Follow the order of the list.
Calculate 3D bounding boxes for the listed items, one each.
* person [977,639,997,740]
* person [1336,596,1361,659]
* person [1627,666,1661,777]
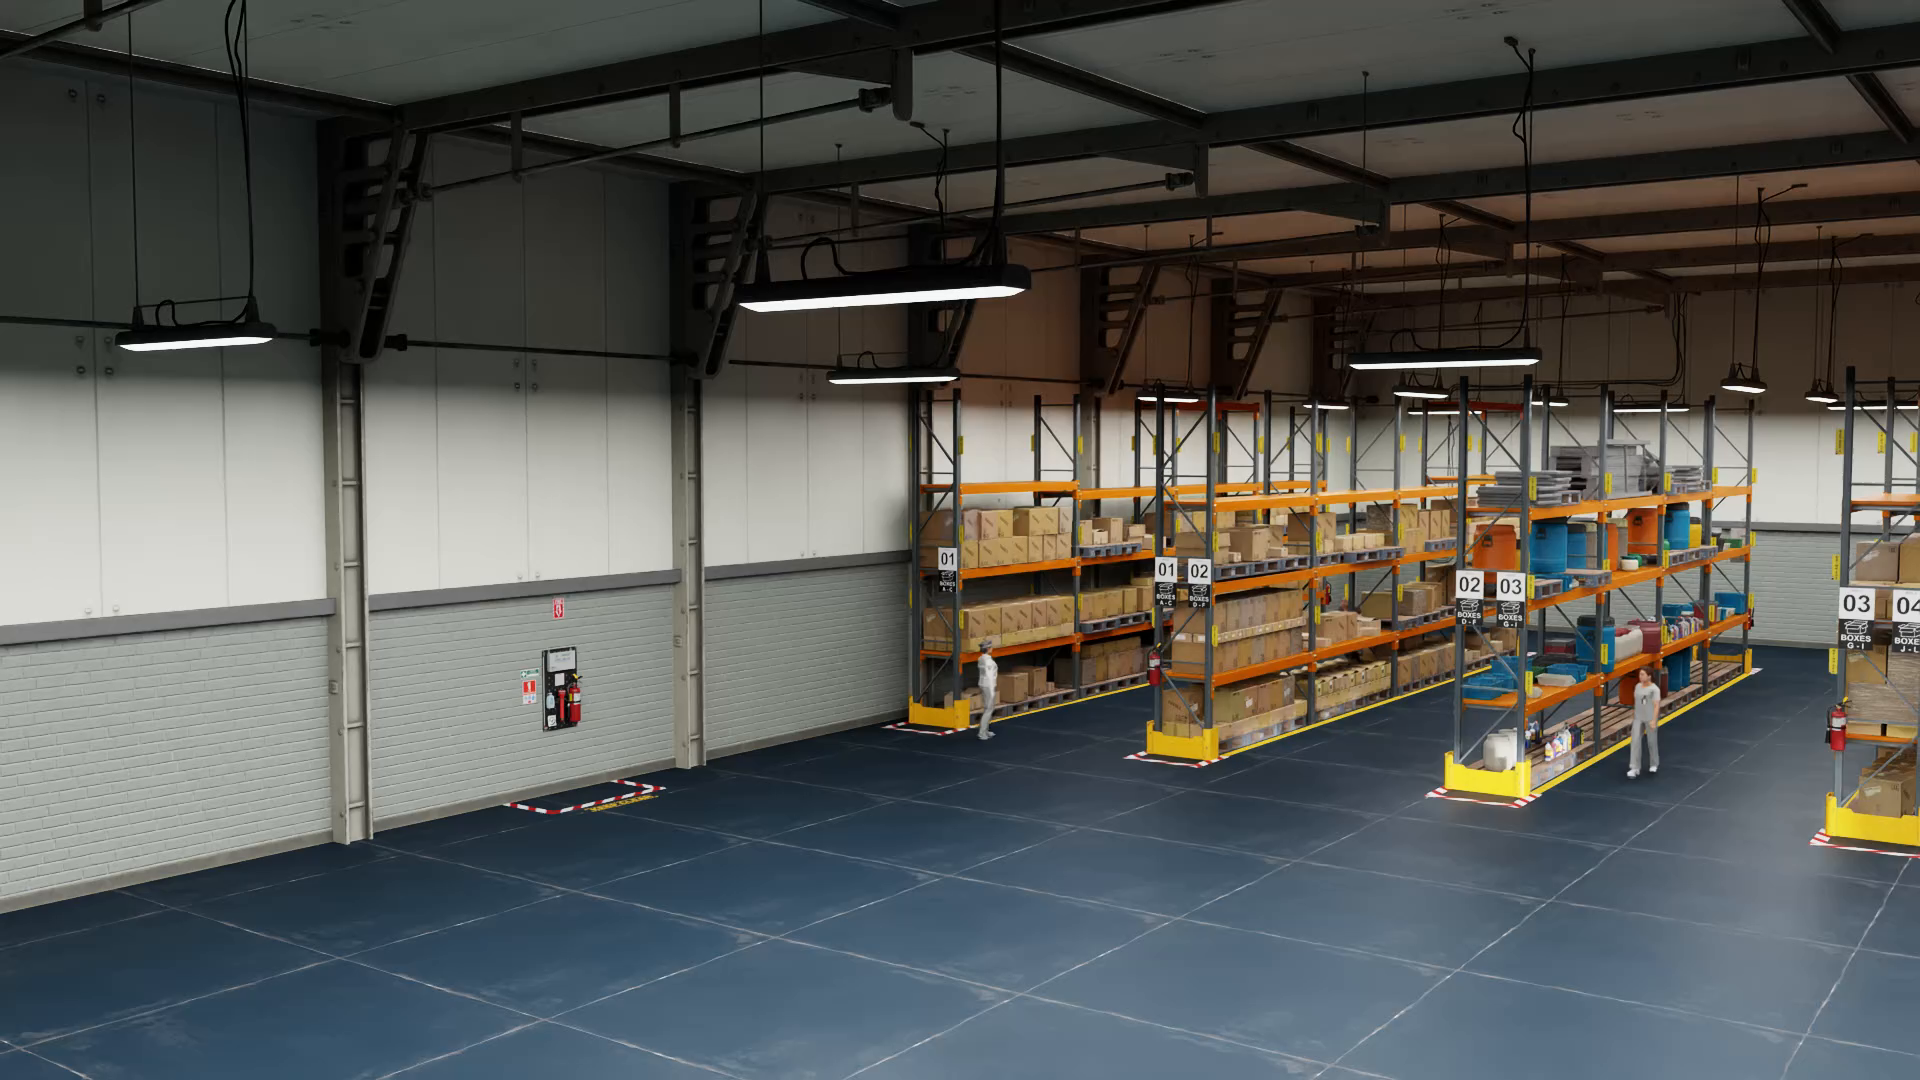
[{"bbox_3d":[0.459,2.555,28.484,0.394,1.680,0.631,-1,3,-20],"label":"person"},{"bbox_3d":[8.664,2.069,36.861,0.745,1.685,0.654,3,5,44],"label":"person"},{"bbox_3d":[10.371,2.727,25.166,0.456,1.637,0.864,3,5,44],"label":"person"}]
